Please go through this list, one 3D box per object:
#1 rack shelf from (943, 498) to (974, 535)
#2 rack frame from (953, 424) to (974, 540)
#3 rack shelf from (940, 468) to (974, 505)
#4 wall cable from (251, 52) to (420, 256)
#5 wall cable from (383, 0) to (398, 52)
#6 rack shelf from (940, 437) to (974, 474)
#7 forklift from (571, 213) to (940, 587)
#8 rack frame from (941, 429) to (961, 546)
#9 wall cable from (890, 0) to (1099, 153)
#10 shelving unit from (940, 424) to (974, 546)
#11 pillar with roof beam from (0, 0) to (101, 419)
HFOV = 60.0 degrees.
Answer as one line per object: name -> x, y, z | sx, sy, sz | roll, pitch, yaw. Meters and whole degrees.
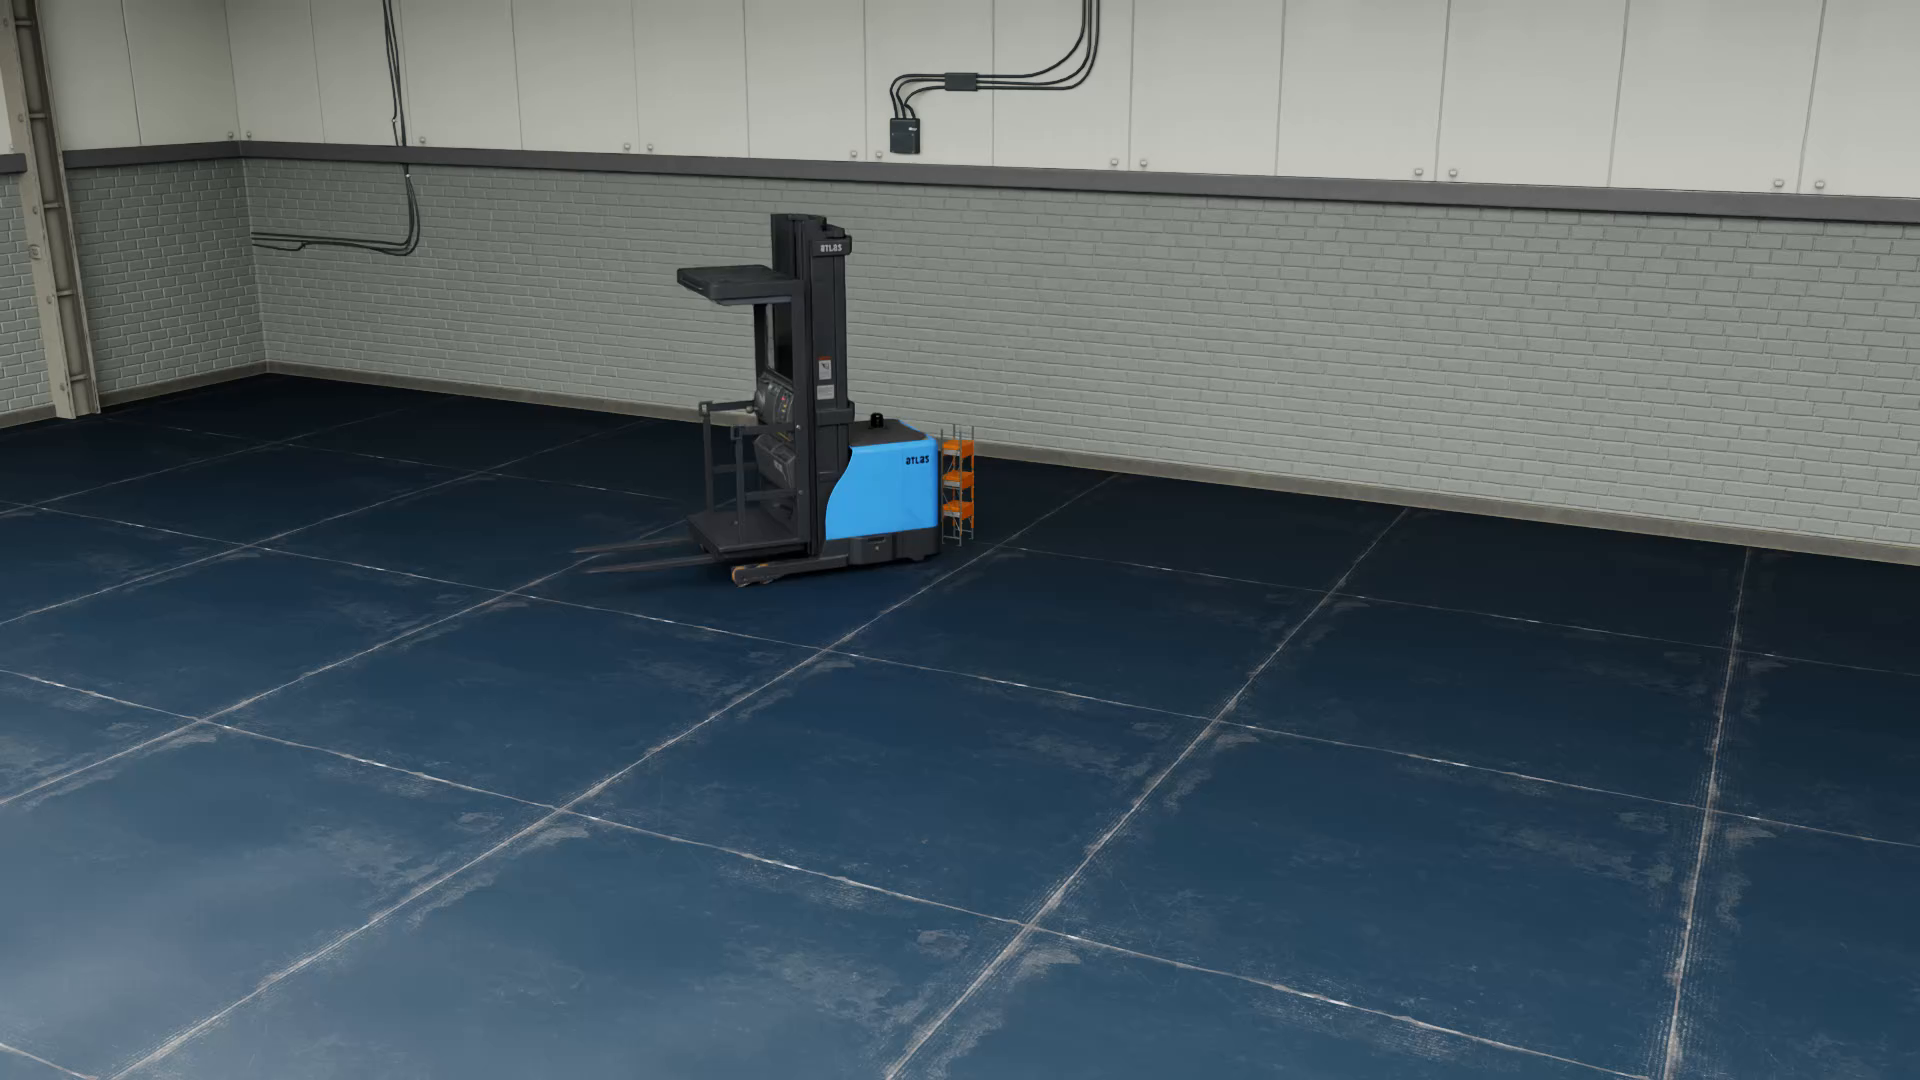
rack shelf -> -0.024, -0.213, 14.911 | 0.215, 0.259, 0.240 | 8, 18, 25
rack frame -> 0.031, -0.521, 14.934 | 0.200, 1.050, 0.008 | 8, 18, 25
rack shelf -> -0.024, -0.479, 14.832 | 0.215, 0.259, 0.240 | 8, 18, 25
wall cable -> -8.178, -4.927, 21.260 | 3.097, 2.526, 0.112 | 8, 18, 25
wall cable -> -5.758, -7.003, 19.382 | 3.097, 2.526, 0.112 | 8, 18, 25
rack shelf -> -0.024, -0.752, 14.751 | 0.215, 0.259, 0.240 | 8, 18, 25
forklift -> -1.740, -1.190, 13.882 | 3.031, 2.935, 1.130 | -7, 18, -22
rack frame -> -0.078, -0.459, 14.724 | 0.200, 1.050, 0.008 | 8, 18, 25
wall cable -> 0.308, -6.834, 16.254 | 2.305, 6.003, 0.169 | 8, 18, 25
shelving unit -> -0.024, -0.490, 14.829 | 0.215, 1.050, 0.252 | 8, 18, 25
pillar with roof beam -> -6.826, -5.285, 17.014 | 9.100, 9.000, 0.400 | 8, 18, 25
